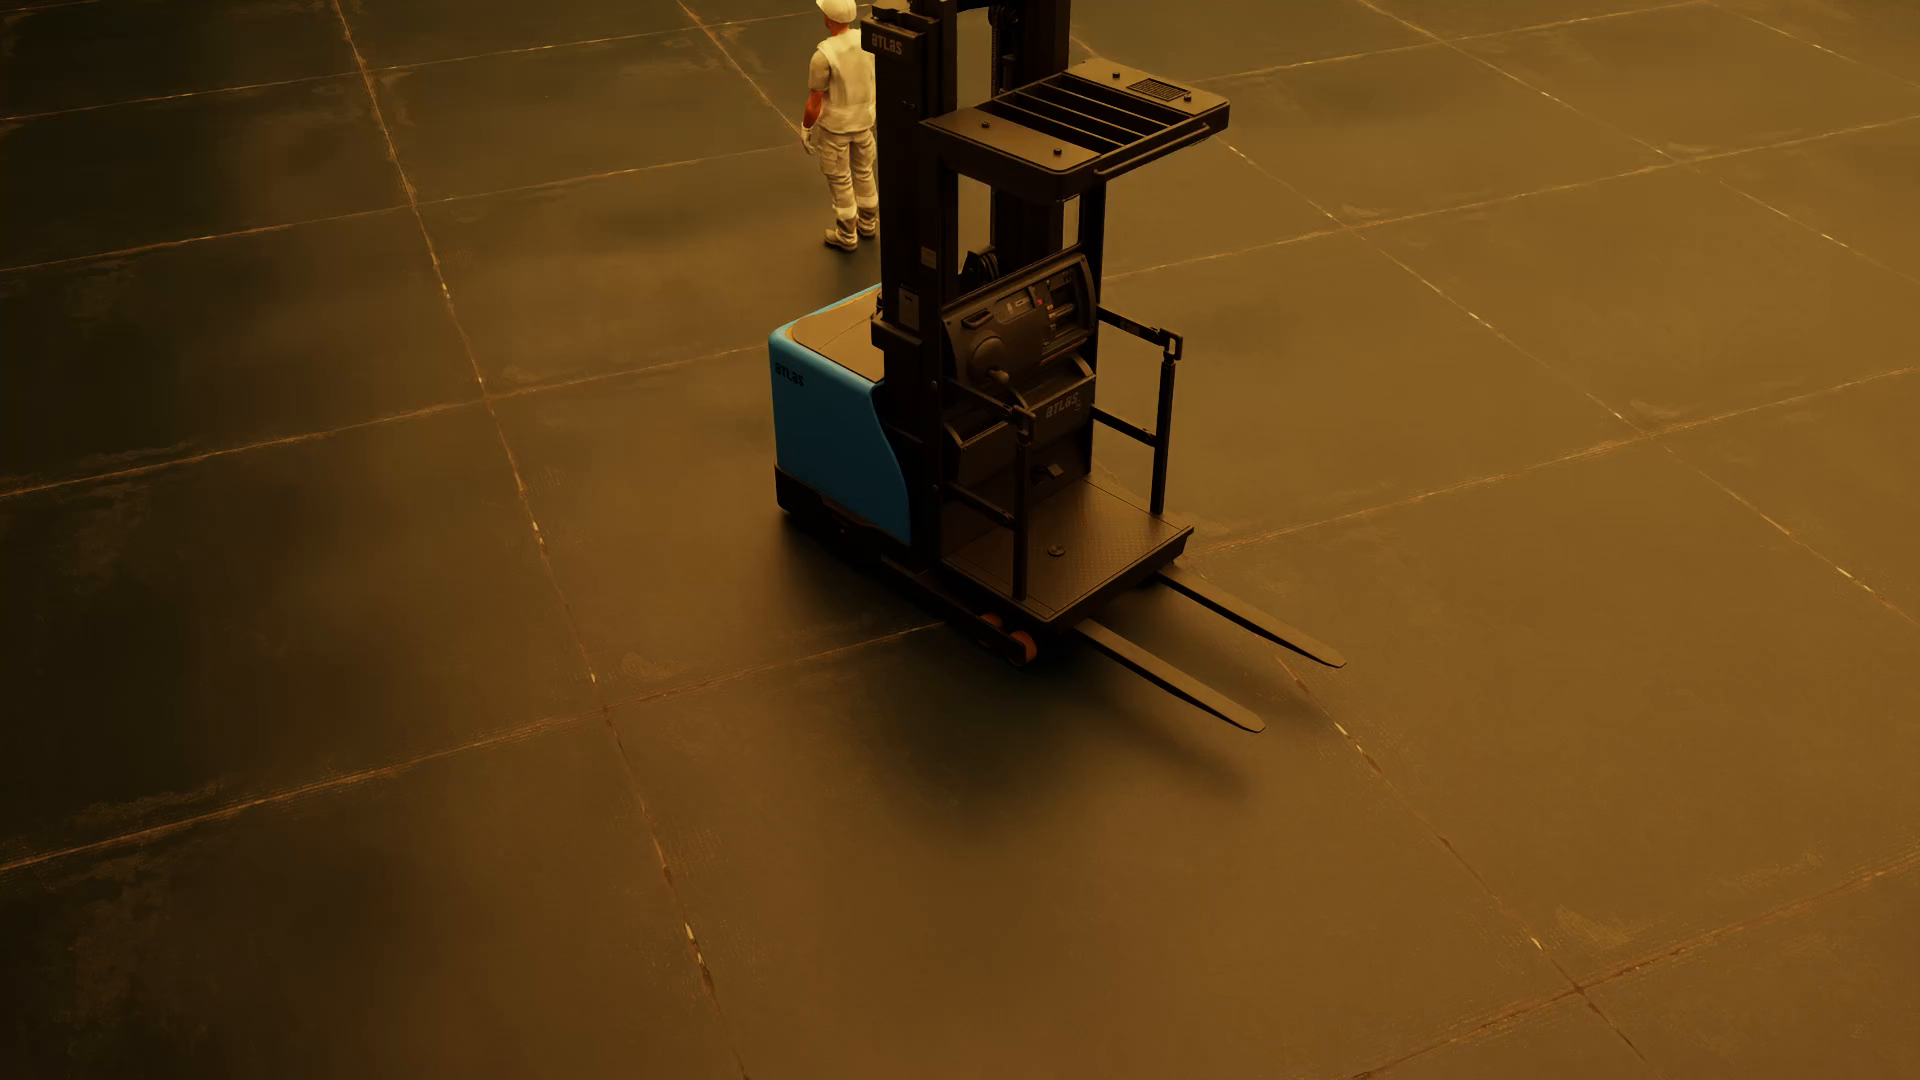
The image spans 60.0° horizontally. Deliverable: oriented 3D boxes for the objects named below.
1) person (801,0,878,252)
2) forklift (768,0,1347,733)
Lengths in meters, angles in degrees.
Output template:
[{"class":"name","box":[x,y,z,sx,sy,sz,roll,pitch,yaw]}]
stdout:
[{"class":"person","box":[-0.792,-2.774,10.972,0.637,1.786,0.565,-22,41,-28]},{"class":"forklift","box":[0.432,-0.946,7.429,3.031,2.935,1.130,30,45,35]}]
